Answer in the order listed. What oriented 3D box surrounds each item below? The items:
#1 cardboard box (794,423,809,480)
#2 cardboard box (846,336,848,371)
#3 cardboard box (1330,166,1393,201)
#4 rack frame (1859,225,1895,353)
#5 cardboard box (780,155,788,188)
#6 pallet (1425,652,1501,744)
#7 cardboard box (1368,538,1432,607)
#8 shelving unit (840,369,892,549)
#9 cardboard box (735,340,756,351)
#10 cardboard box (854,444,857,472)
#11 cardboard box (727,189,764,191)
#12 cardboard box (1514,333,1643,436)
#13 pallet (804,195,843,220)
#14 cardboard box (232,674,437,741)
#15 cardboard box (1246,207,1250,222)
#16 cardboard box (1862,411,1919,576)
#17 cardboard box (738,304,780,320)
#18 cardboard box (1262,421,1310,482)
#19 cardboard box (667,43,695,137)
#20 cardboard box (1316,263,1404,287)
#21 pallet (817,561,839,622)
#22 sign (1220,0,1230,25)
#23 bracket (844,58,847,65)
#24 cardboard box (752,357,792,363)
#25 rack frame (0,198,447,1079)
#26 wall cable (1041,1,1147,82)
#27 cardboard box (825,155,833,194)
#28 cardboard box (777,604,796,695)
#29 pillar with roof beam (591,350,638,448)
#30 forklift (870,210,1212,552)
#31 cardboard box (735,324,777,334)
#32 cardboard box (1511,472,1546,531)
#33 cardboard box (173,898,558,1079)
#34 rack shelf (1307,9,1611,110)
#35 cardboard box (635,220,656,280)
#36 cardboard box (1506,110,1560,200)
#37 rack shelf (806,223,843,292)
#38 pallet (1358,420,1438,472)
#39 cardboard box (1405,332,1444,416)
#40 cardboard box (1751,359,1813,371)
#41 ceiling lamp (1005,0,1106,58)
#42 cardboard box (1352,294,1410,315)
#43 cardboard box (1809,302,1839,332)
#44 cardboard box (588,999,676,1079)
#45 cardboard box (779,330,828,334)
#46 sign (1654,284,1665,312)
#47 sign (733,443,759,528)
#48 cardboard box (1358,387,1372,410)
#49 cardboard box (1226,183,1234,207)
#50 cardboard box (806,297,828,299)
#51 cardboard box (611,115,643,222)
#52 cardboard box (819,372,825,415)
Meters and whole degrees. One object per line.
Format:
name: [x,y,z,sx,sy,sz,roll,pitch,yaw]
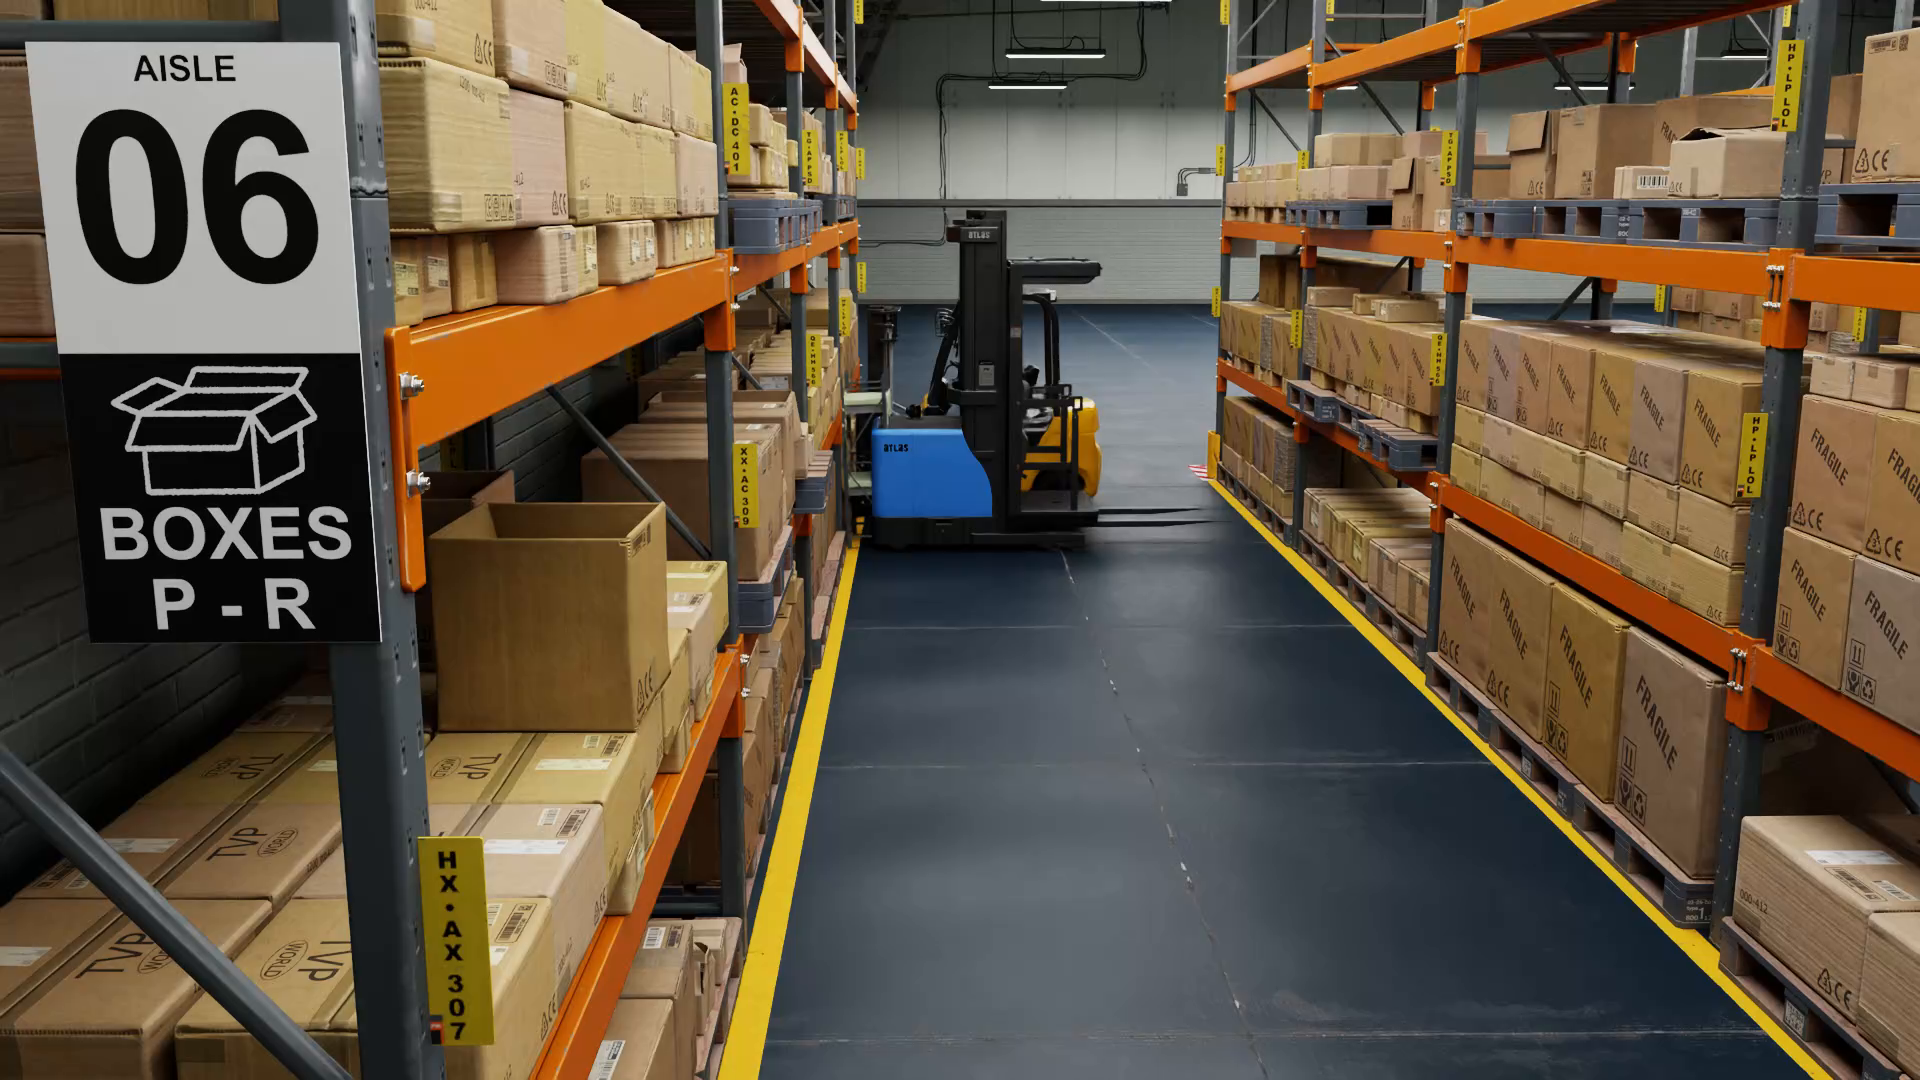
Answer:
cardboard box: [-1.102,-0.499,9.294,0.500,0.250,0.500,-1,11,-4]
cardboard box: [-1.317,-1.712,15.703,0.500,0.500,0.500,0,11,-2]
cardboard box: [3.087,-2.675,12.476,0.500,0.250,0.500,0,11,-2]
rack frame: [8.379,-1.431,14.571,1.000,3.000,0.127,0,11,-1]
cardboard box: [-0.993,-1.696,7.654,0.380,0.149,0.250,0,11,0]
pallet: [3.456,0.928,9.955,1.003,0.211,1.213,0,11,-1]
cardboard box: [3.490,0.227,11.948,0.950,0.372,0.625,0,11,-2]
shelving unit: [-0.814,-0.733,14.797,0.431,1.500,0.755,-2,10,0]
cardboard box: [-1.774,-1.463,12.841,0.380,0.149,0.250,0,11,-1]
cardboard box: [-1.243,-0.771,15.916,0.500,0.250,0.500,0,11,-2]
cardboard box: [-1.199,-1.841,8.421,0.380,0.149,0.250,0,11,1]
cardboard box: [3.296,-0.834,8.861,0.500,0.500,0.500,0,11,0]
pallet: [-1.574,-2.966,14.813,1.003,0.211,1.213,0,11,-1]
cardboard box: [-1.583,0.548,4.443,0.500,0.250,0.500,0,11,-1]
cardboard box: [3.128,-3.312,16.928,0.380,0.149,0.250,0,11,-2]
cardboard box: [3.369,-0.144,5.457,0.500,0.500,0.500,0,11,-2]
cardboard box: [-1.822,-2.047,14.976,0.380,0.149,0.250,0,11,-2]
cardboard box: [3.139,-0.834,15.601,0.500,0.500,0.500,0,11,0]
cardboard box: [-1.095,-1.367,5.079,0.500,0.250,0.500,0,11,-2]
cardboard box: [3.651,-2.266,15.169,0.700,0.500,0.500,0,11,-1]
pallet: [-1.448,0.386,12.625,1.003,0.211,1.213,0,11,-1]
sign: [2.807,-5.621,17.583,0.100,0.325,0.005,0,11,-1]
bracket: [-2.632,-11.417,39.648,0.235,0.232,0.430,0,11,-1]
cardboard box: [-1.216,-1.162,11.360,0.380,0.149,0.250,0,11,-1]
rack frame: [-1.282,1.016,2.509,1.000,3.000,0.127,0,11,-1]
wall cable: [3.940,-14.724,48.669,3.097,2.526,0.112,0,11,-1]
cardboard box: [-1.272,-2.908,13.222,0.500,0.311,0.500,-1,11,-3]
cardboard box: [-1.224,0.627,9.654,0.500,0.500,0.500,0,11,-2]
pillar with roof beam: [1.928,-3.788,11.098,9.100,9.000,0.400,0,11,-1]
forklift: [0.716,-1.441,14.790,3.031,2.935,1.130,0,11,-2]
cardboard box: [-1.794,-1.800,14.503,0.380,0.149,0.250,0,11,-1]
cardboard box: [3.307,-0.218,8.965,0.500,0.250,0.500,0,11,1]
cardboard box: [-1.022,0.852,2.945,0.500,0.250,0.500,0,11,-1]
rack shelf: [3.474,-3.385,11.926,1.077,0.370,4.000,0,11,-1]
cardboard box: [-1.001,-0.750,4.301,0.380,0.149,0.250,0,11,0]
cardboard box: [3.673,-2.248,9.735,0.797,0.503,0.637,-1,12,-5]
rack shelf: [-1.489,-2.090,12.081,1.077,0.370,4.000,0,11,-1]
pallet: [3.394,-0.643,11.167,1.213,0.211,1.003,0,11,-1]
cardboard box: [3.227,-1.086,10.811,0.500,0.500,0.500,-1,11,-3]
cardboard box: [3.838,-0.529,7.358,0.500,0.500,0.500,0,11,-1]
ceiling lamp: [1.897,-11.228,33.088,2.000,3.185,0.800,0,11,-1]
cardboard box: [3.214,-1.799,12.695,0.380,0.149,0.250,0,11,2]
cardboard box: [8.278,-2.217,15.347,0.875,0.550,0.550,0,11,-1]
cardboard box: [-1.090,1.637,4.676,0.500,0.500,0.500,0,11,0]
cardboard box: [-1.301,-1.670,13.863,0.380,0.149,0.250,0,11,1]
sign: [7.741,-2.689,18.391,0.100,0.325,0.005,0,11,-1]
sign: [-0.823,-0.208,6.361,0.100,0.325,0.005,0,11,-1]
cardboard box: [3.162,-1.050,12.268,0.380,0.149,0.250,-1,11,-3]
cardboard box: [3.094,-3.627,17.480,0.500,0.250,0.500,0,11,-2]
cardboard box: [-1.369,-2.252,15.986,0.380,0.149,0.250,0,11,-1]
cardboard box: [-1.081,-0.922,4.142,0.500,0.250,0.500,0,11,-2]
cardboard box: [-1.215,-1.039,11.757,0.500,0.250,0.500,-1,11,-3]
